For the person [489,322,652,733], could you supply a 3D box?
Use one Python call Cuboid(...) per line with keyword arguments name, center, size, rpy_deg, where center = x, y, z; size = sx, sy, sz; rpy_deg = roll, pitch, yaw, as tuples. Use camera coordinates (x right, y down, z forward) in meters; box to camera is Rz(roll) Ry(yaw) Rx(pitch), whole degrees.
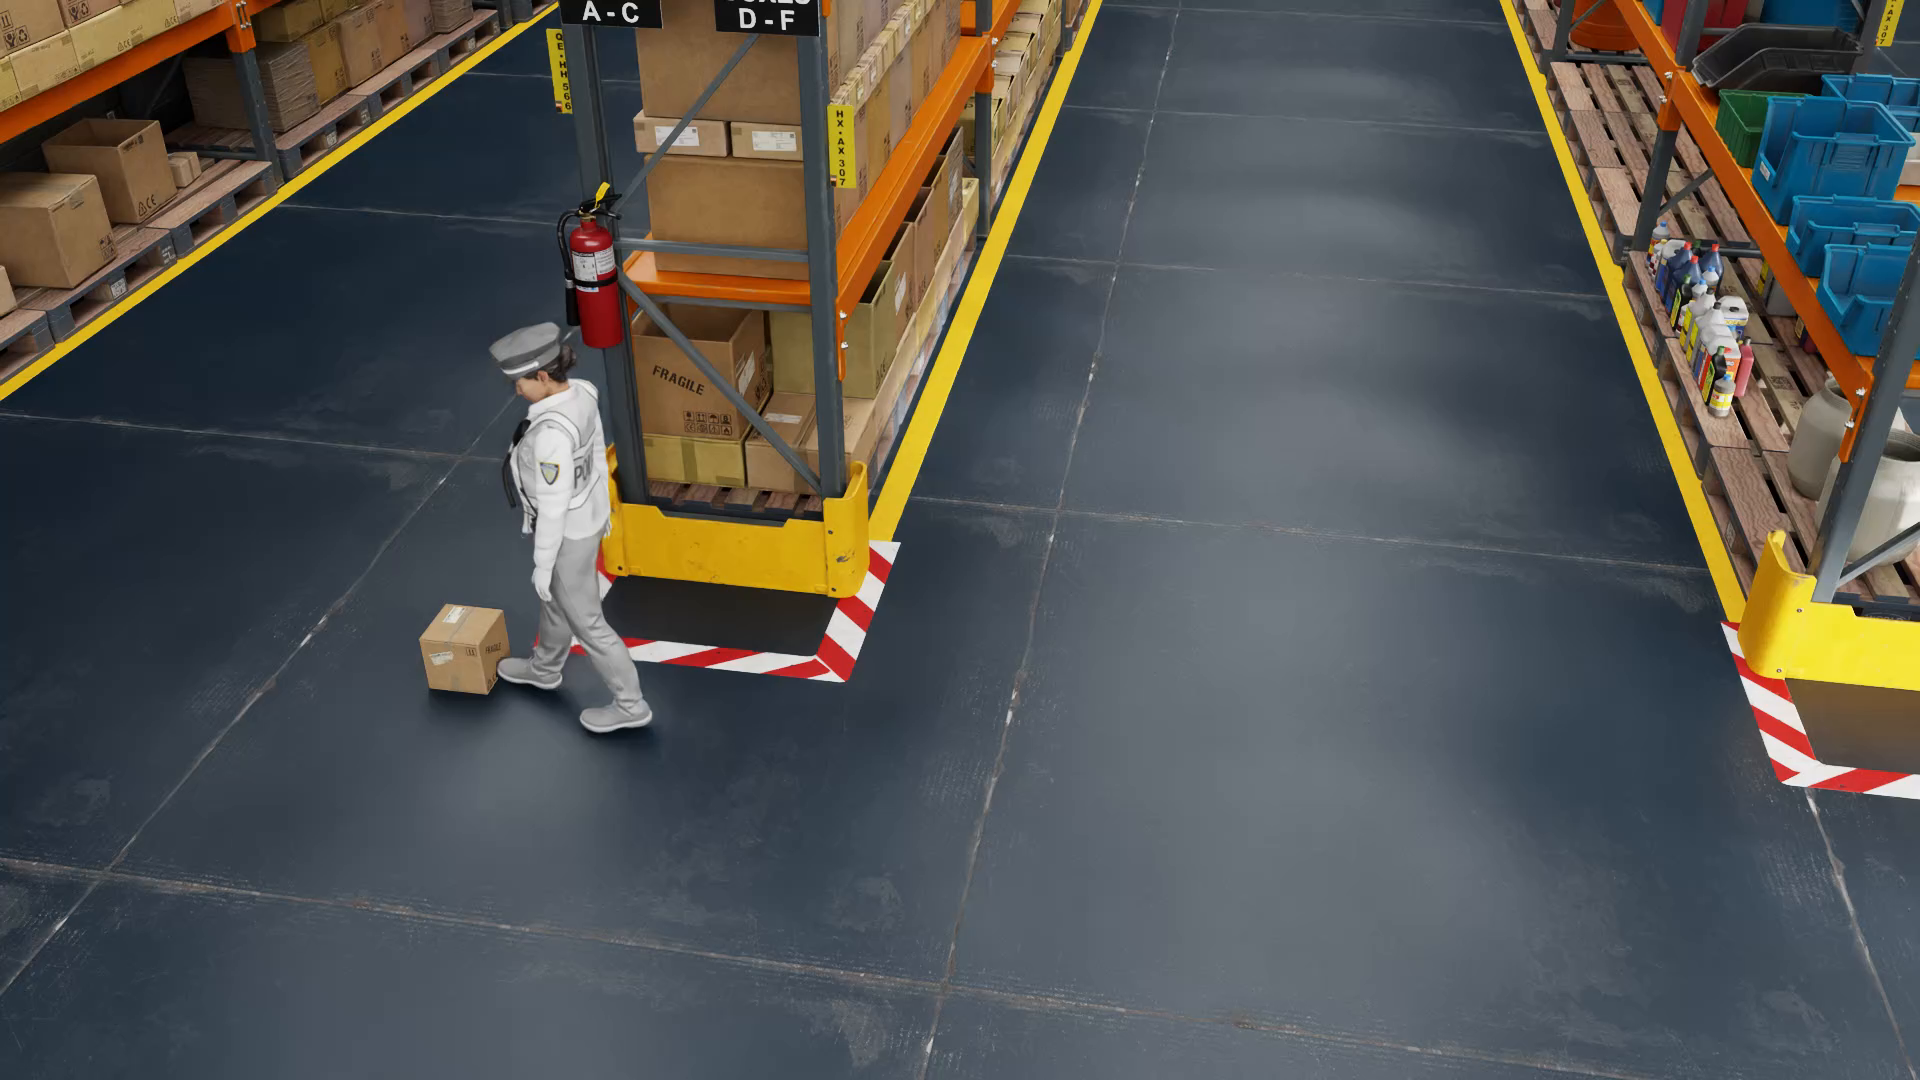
Cuboid(name="person", center=(-1.543, -0.026, 6.148), size=(0.702, 1.650, 0.523), rpy_deg=(3, 33, 4))
